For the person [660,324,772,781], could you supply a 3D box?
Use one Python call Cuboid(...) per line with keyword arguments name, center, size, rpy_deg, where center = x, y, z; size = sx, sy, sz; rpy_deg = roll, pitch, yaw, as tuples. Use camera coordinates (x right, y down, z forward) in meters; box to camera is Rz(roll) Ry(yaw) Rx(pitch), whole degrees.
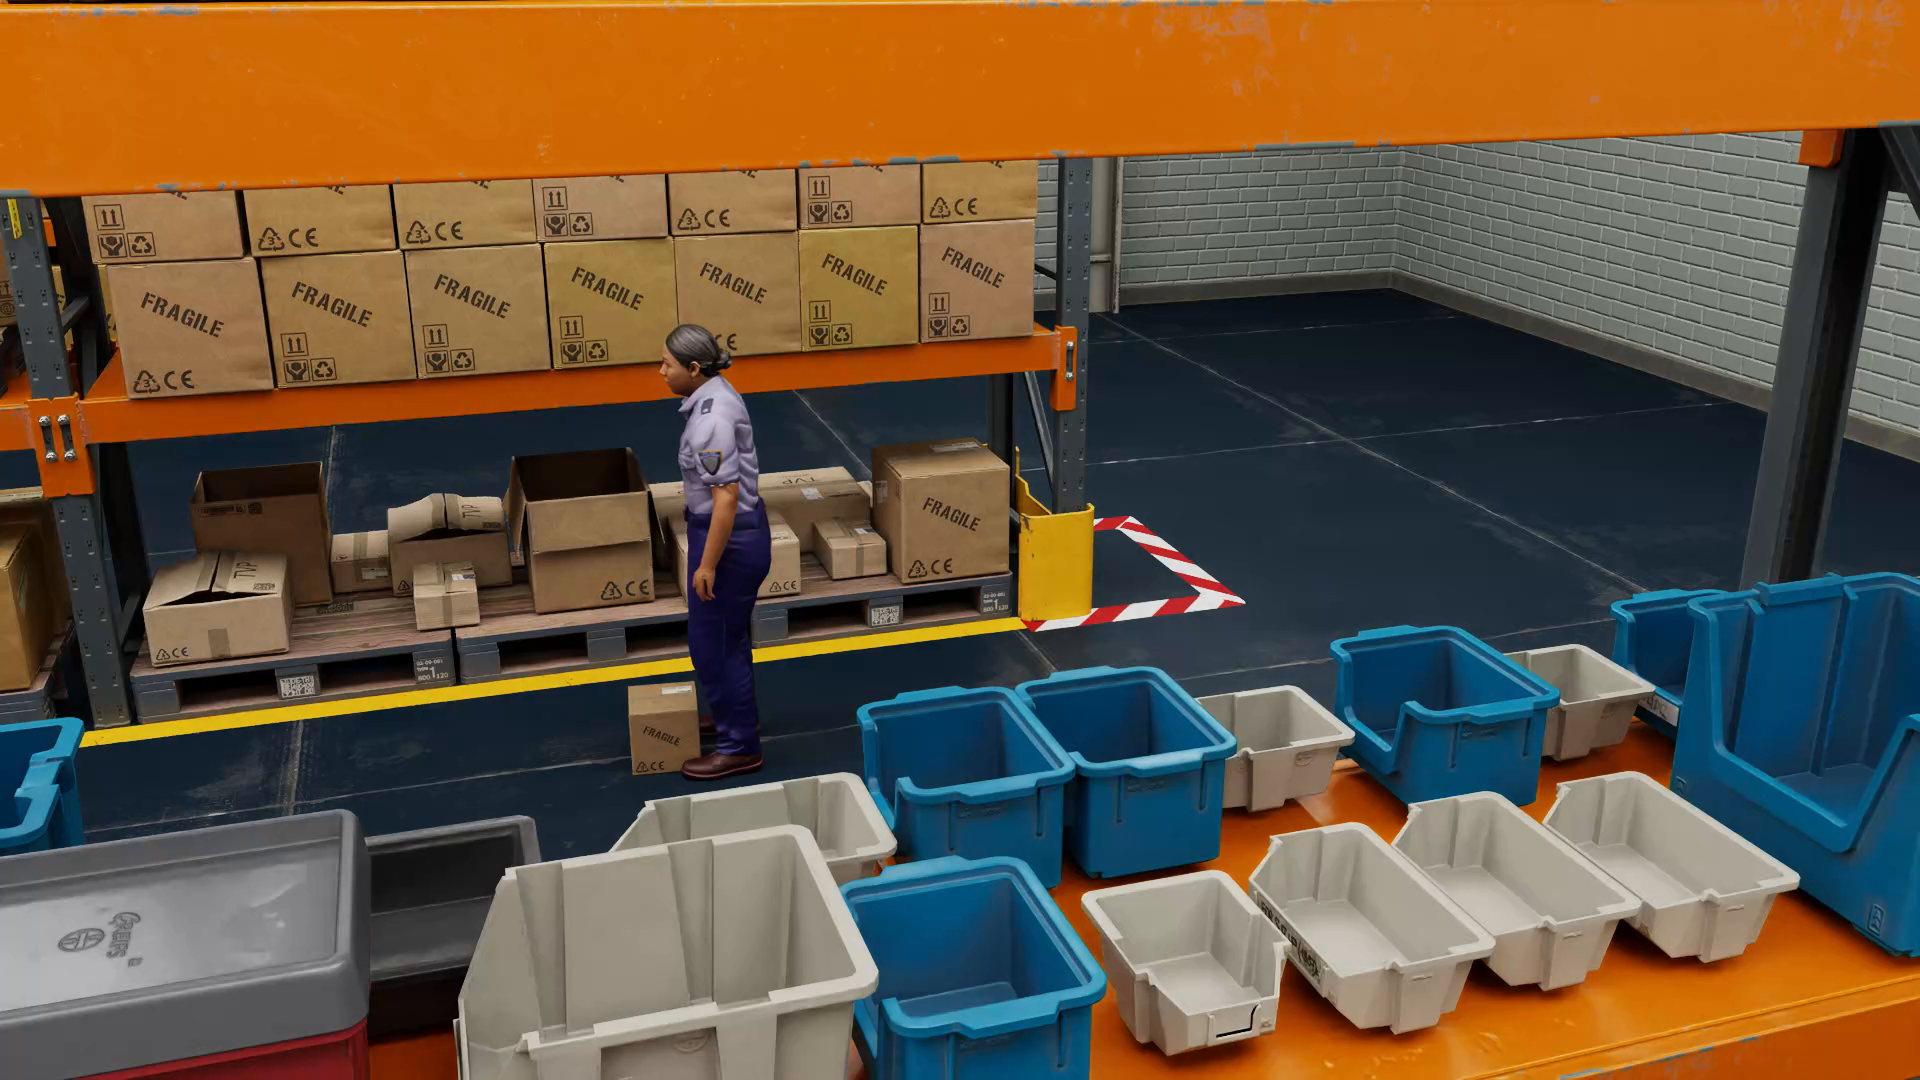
Cuboid(name="person", center=(-0.866, 0.028, 5.998), size=(0.371, 1.652, 0.538), rpy_deg=(-2, 19, -5))
